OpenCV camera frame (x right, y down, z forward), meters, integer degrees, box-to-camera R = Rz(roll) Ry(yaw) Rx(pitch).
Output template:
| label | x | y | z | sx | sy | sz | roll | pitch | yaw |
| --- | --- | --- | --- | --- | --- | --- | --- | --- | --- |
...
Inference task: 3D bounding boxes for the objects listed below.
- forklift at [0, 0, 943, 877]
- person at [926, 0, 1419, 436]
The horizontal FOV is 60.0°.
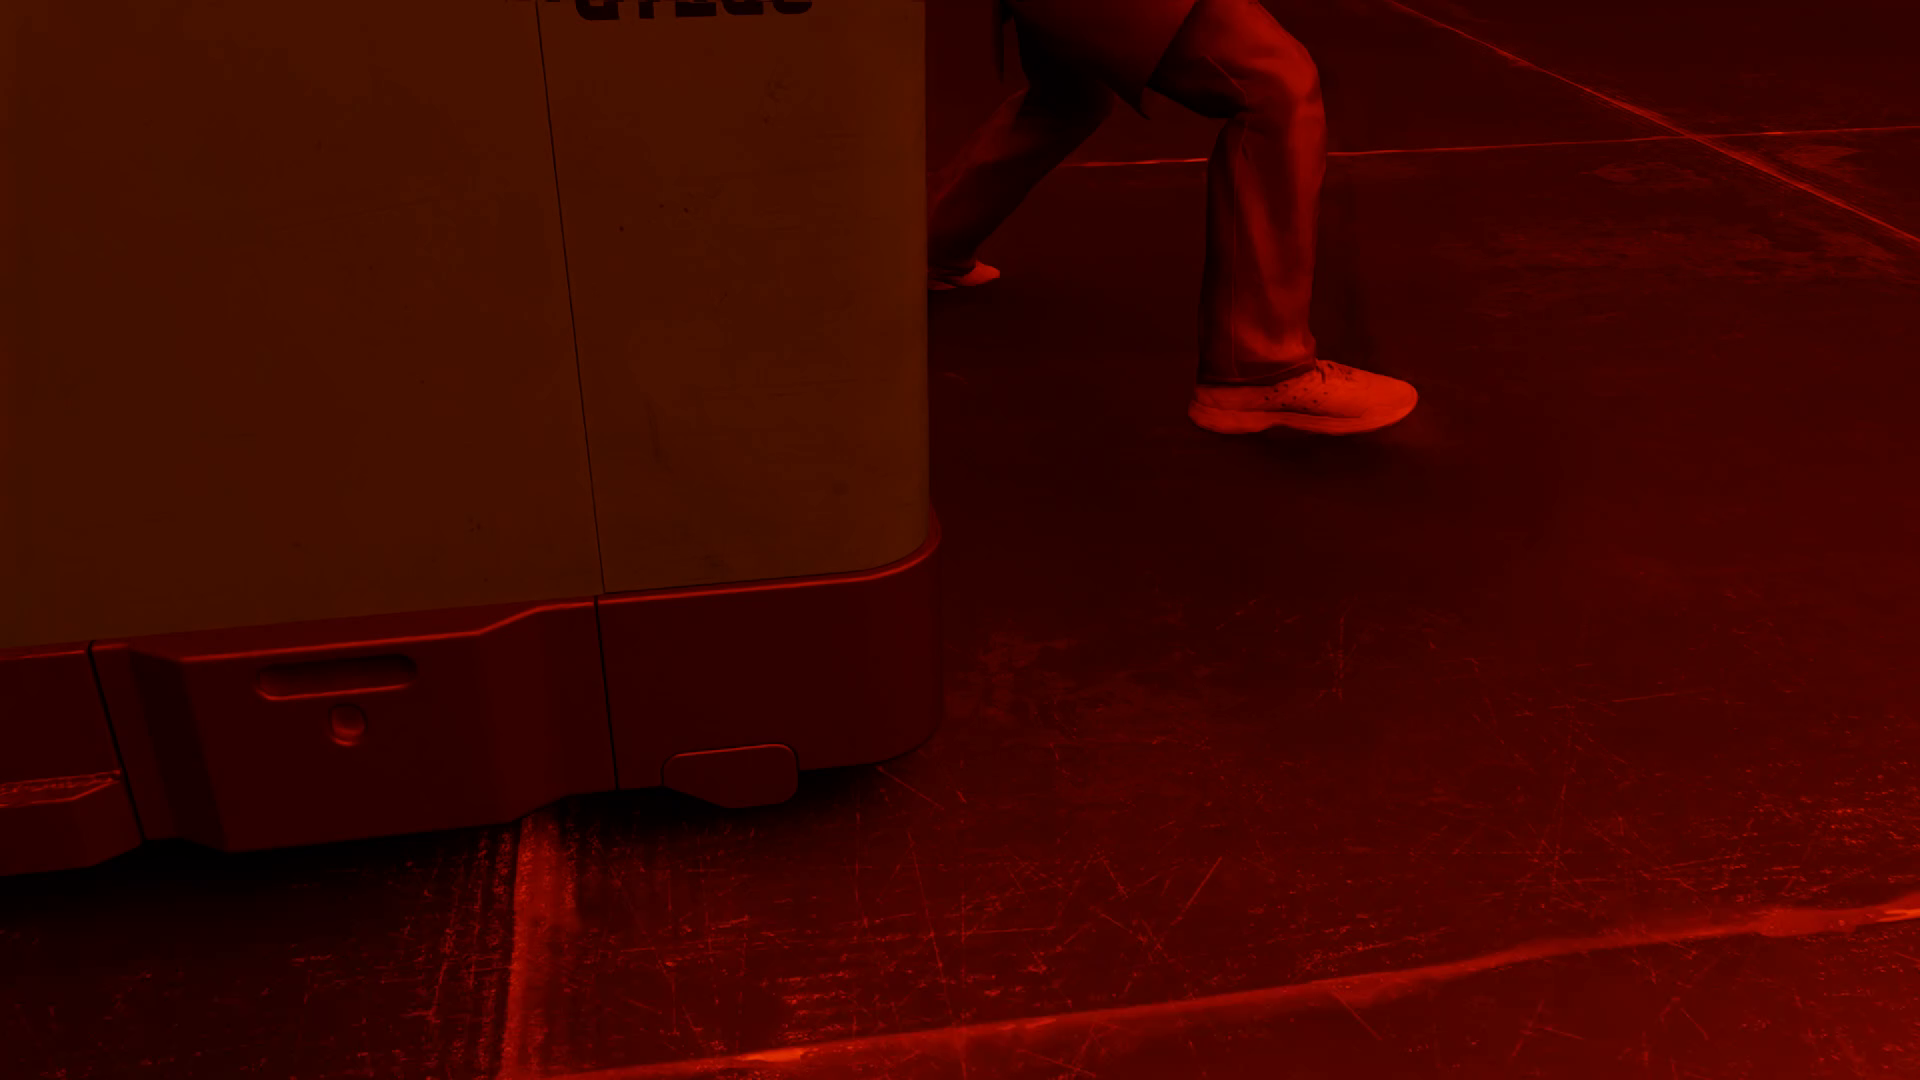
| label | x | y | z | sx | sy | sz | roll | pitch | yaw |
| --- | --- | --- | --- | --- | --- | --- | --- | --- | --- |
| forklift | -1.588 | -1.100 | 1.445 | 3.031 | 2.935 | 1.130 | -5 | 28 | -9 |
| person | 0.286 | -1.054 | 2.838 | 0.984 | 1.650 | 1.037 | 1 | 28 | 3 |
